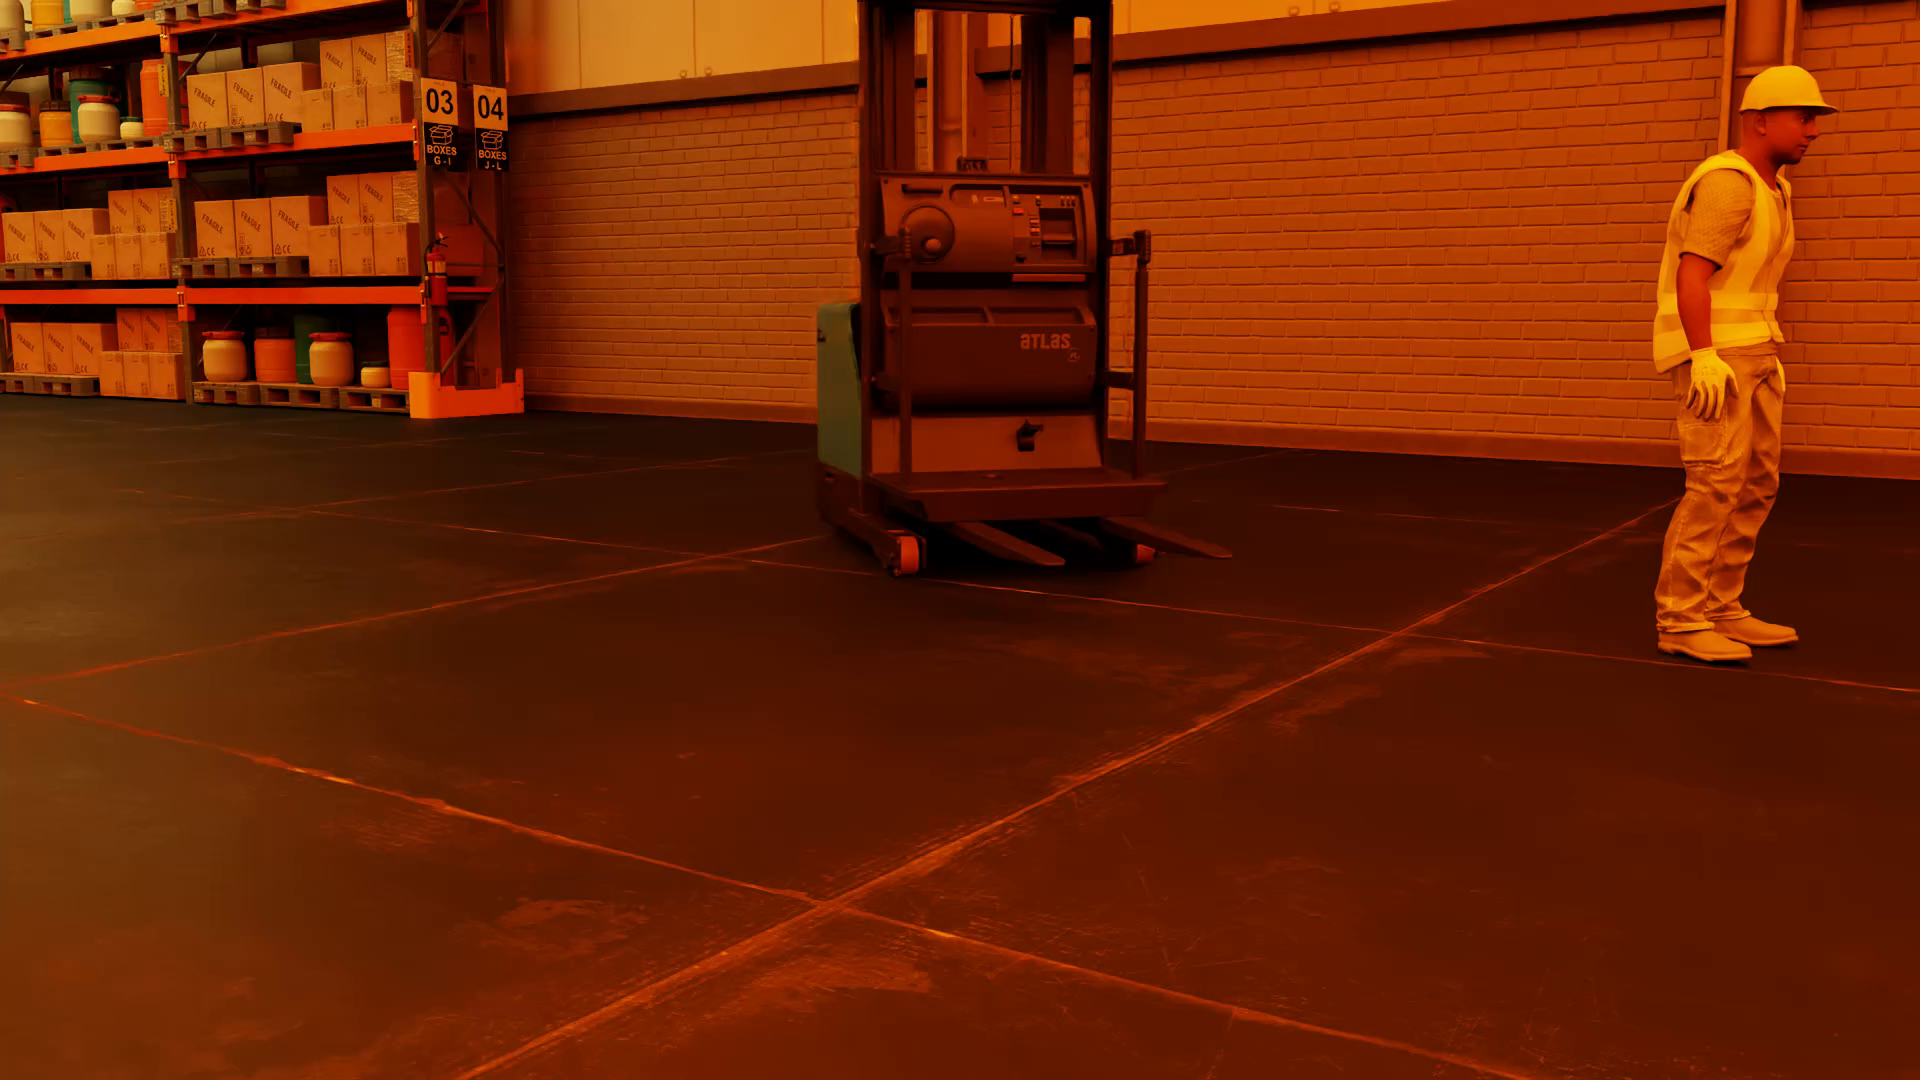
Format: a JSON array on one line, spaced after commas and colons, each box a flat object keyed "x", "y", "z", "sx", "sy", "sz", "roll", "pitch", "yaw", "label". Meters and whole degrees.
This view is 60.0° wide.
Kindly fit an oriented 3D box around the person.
[{"x": 2.386, "y": -0.538, "z": 5.107, "sx": 0.453, "sy": 1.772, "sz": 0.616, "roll": 8, "pitch": 11, "yaw": 44, "label": "person"}]

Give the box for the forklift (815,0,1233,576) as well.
[{"x": 0.185, "y": -1.367, "z": 6.804, "sx": 1.130, "sy": 2.935, "sz": 3.031, "roll": -2, "pitch": 8, "yaw": -16, "label": "forklift"}]
